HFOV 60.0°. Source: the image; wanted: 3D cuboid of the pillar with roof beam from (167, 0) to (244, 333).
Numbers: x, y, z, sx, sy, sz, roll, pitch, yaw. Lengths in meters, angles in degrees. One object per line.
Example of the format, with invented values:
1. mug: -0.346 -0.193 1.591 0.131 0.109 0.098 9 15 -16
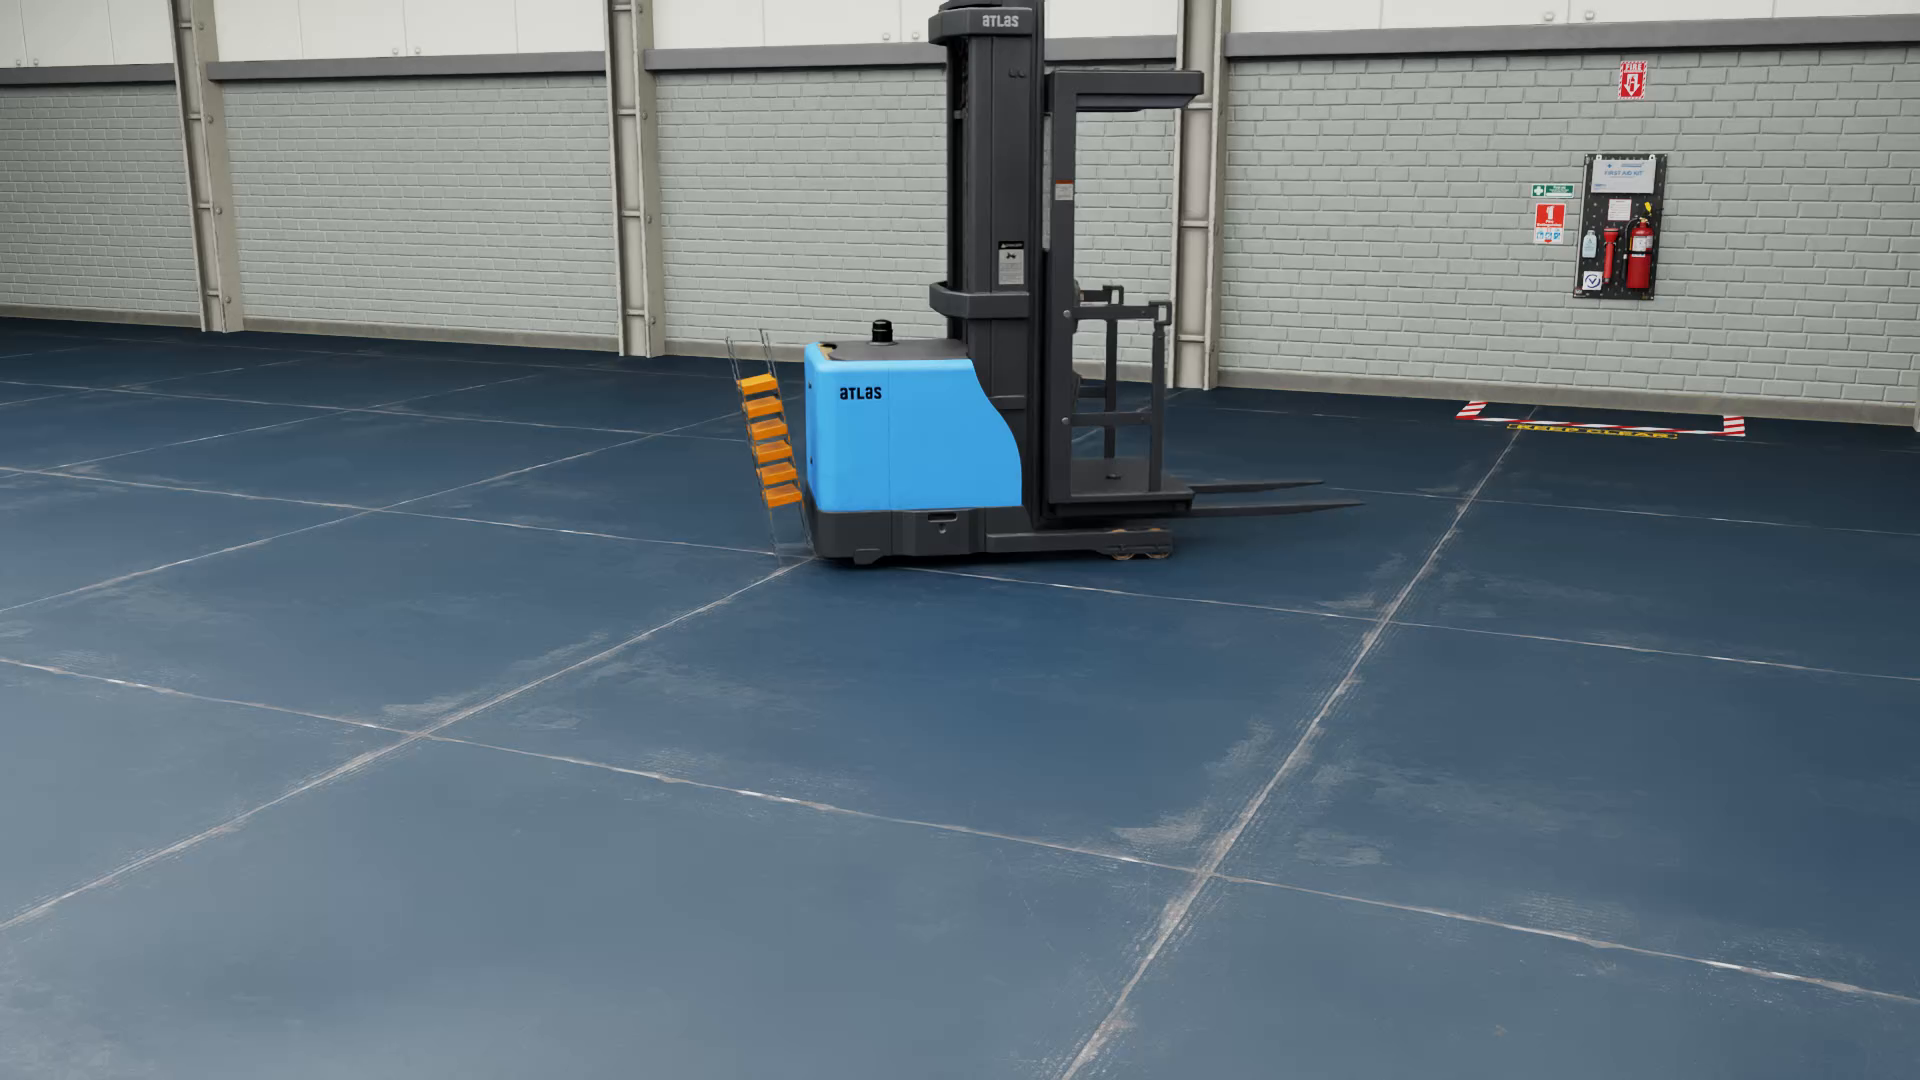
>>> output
1. pillar with roof beam: -10.586 -5.996 15.109 0.400 9.000 9.100 6 14 23

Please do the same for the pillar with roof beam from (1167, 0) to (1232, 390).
1. pillar with roof beam: 0.386 -4.886 10.377 0.400 9.000 9.100 6 14 23

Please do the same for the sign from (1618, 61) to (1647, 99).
1. sign: 5.405 -3.696 13.364 0.199 0.298 0.001 6 14 23

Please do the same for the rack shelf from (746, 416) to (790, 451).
1. rack shelf: -0.997 -0.553 8.627 0.180 0.103 0.258 -14 16 -12

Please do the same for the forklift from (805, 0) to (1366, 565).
1. forklift: 0.689 -1.434 8.951 3.031 2.935 1.130 -2 13 -9

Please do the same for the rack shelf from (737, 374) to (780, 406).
1. rack shelf: -1.041 -0.780 8.562 0.180 0.103 0.258 -14 16 -12

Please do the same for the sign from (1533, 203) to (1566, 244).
1. sign: 4.908 -2.636 13.842 0.234 0.329 0.001 6 14 23

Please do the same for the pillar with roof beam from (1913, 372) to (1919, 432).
1. pillar with roof beam: 5.872 -4.330 8.011 0.400 9.000 9.100 6 14 23

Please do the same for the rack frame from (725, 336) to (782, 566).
1. rack frame: -1.071 -0.460 8.629 0.006 1.200 0.240 -14 16 -12

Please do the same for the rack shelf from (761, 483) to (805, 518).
1. rack shelf: -0.932 -0.213 8.725 0.180 0.103 0.258 -14 16 -12

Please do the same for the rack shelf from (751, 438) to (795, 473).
1. rack shelf: -0.976 -0.440 8.660 0.180 0.103 0.258 -14 16 -12

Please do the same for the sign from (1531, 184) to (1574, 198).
1. sign: 4.908 -2.891 13.772 0.331 0.109 0.001 6 14 23

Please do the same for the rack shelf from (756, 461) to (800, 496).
1. rack shelf: -0.954 -0.326 8.692 0.180 0.103 0.258 -14 16 -12

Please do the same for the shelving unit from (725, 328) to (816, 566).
1. shelving unit: -0.984 -0.482 8.648 0.189 1.200 0.258 -14 16 -12

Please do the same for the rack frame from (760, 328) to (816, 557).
1. rack frame: -0.897 -0.504 8.666 0.006 1.200 0.240 -14 16 -12

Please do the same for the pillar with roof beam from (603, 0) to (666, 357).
1. pillar with roof beam: -5.100 -5.441 12.743 0.400 9.000 9.100 6 14 23

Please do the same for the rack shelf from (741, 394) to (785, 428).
1. rack shelf: -1.019 -0.666 8.595 0.180 0.103 0.258 -14 16 -12

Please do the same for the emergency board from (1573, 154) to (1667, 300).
1. emergency board: 5.372 -2.545 13.537 0.643 1.169 0.194 6 14 23

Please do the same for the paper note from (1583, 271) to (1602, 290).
1. paper note: 5.238 -2.147 13.769 0.142 0.148 0.016 6 14 23
